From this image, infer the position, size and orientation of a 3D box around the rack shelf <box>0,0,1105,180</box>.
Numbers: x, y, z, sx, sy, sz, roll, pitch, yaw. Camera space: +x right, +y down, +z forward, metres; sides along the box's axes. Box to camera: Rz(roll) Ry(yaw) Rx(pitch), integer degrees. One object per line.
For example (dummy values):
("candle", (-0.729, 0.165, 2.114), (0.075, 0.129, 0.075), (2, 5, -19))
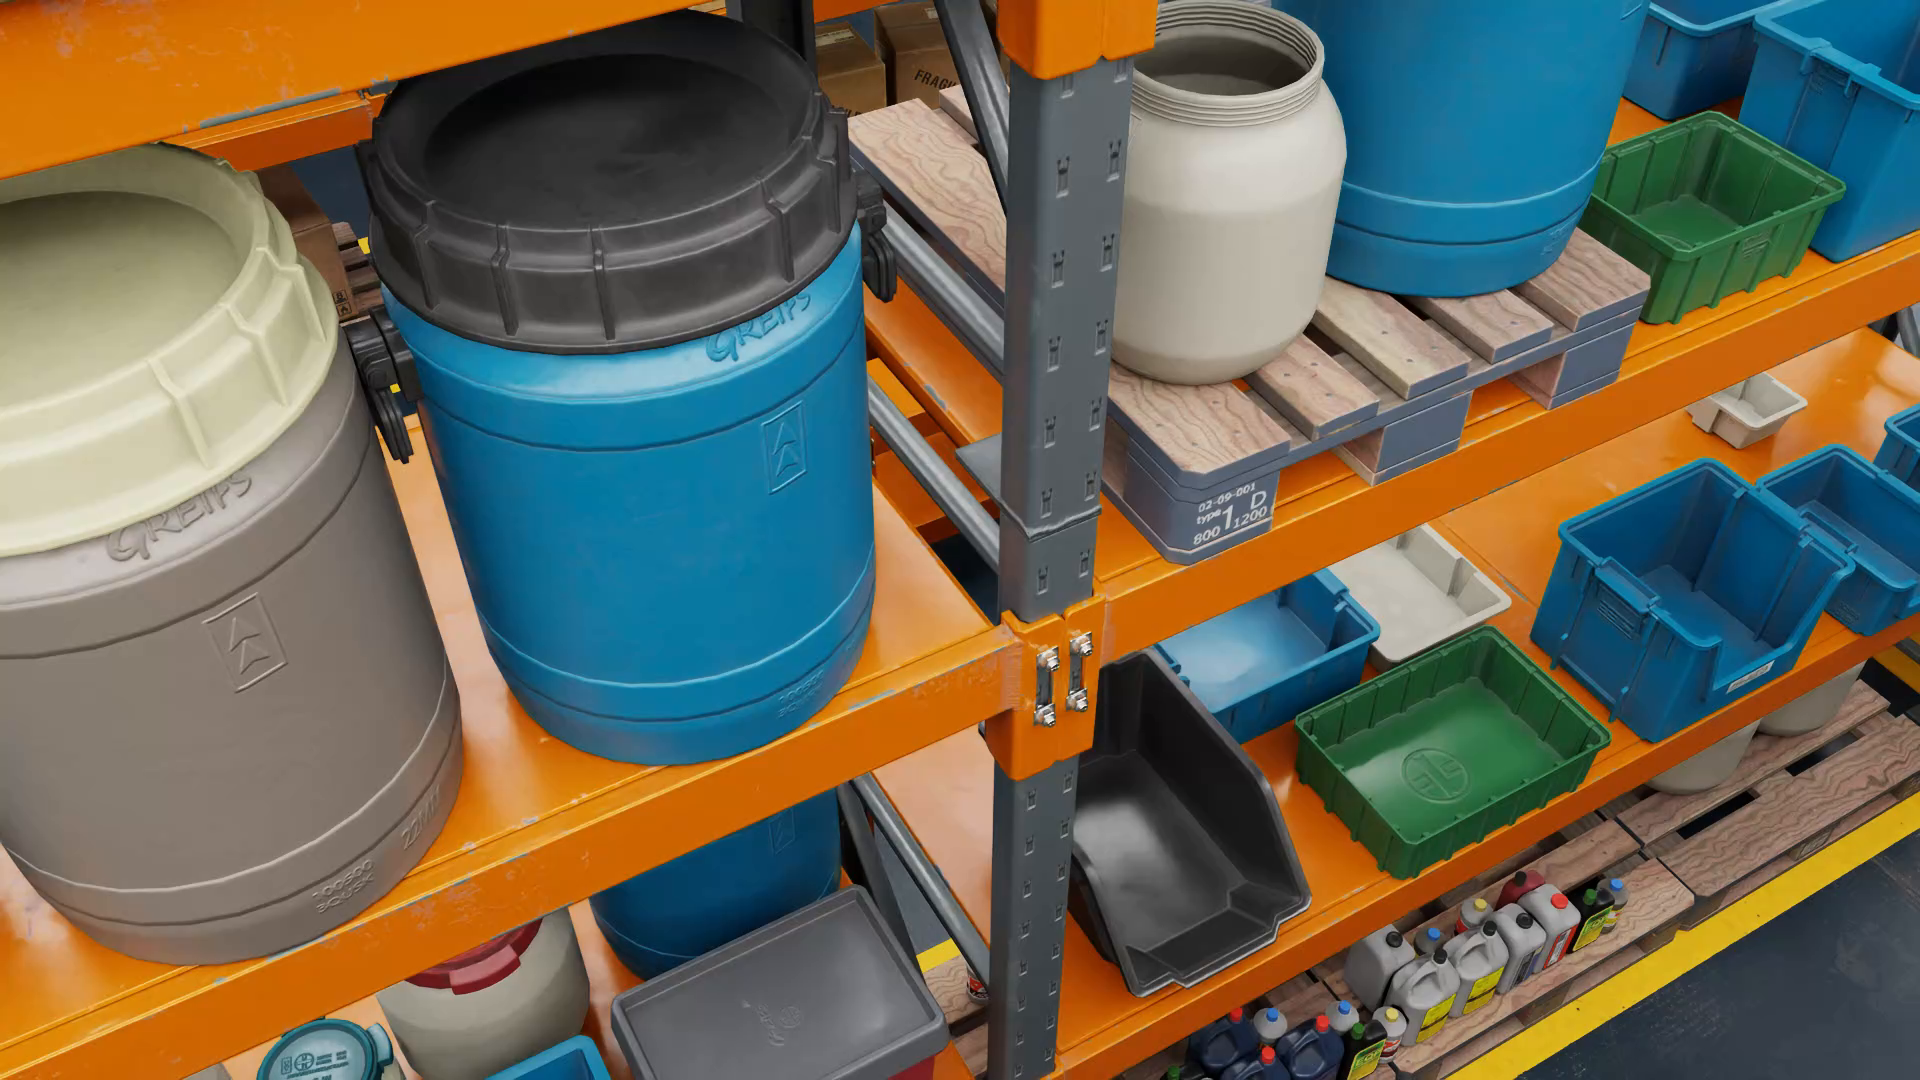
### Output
("rack shelf", (-1.826, -0.299, 1.401), (4.000, 0.370, 1.077), (-22, 48, -21))

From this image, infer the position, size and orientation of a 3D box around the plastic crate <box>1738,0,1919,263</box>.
("plastic crate", (1.873, -0.857, 3.337), (0.575, 0.384, 0.392), (-22, 48, -21))

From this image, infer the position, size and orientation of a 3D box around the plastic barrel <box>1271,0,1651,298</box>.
("plastic barrel", (0.824, -0.930, 2.739), (0.708, 0.901, 0.600), (-22, 48, -21))

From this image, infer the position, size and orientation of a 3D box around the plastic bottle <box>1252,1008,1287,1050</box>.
("plastic bottle", (0.880, 1.426, 4.770), (0.097, 0.271, 0.097), (0, 44, 0))

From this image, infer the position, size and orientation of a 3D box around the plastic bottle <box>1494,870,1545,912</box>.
("plastic bottle", (1.716, 1.096, 5.102), (0.133, 0.283, 0.061), (-22, 48, -21))

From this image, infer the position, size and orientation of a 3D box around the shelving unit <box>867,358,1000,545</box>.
("shelving unit", (-0.006, -0.401, 6.356), (1.048, 1.125, 0.538), (-22, 48, -21))

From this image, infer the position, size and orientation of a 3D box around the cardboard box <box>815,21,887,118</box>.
("cardboard box", (-0.695, -2.234, 8.392), (0.500, 0.500, 0.500), (-18, 47, -17))

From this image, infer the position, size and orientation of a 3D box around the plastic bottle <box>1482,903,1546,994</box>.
("plastic bottle", (1.650, 1.211, 4.989), (0.135, 0.276, 0.152), (-23, 49, -22))

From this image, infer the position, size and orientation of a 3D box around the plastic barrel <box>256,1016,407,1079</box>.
("plastic barrel", (-1.316, 1.174, 3.486), (0.301, 0.262, 0.301), (0, 44, 0))

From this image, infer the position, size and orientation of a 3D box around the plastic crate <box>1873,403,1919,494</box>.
("plastic crate", (3.091, -0.222, 4.932), (0.616, 0.251, 0.499), (-22, 48, -21))

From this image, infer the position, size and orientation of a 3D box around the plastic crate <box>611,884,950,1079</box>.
("plastic crate", (-0.360, 1.088, 3.429), (0.583, 0.464, 0.402), (-22, 48, -21))

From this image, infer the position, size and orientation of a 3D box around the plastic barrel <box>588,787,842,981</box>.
("plastic barrel", (-0.578, 0.529, 3.691), (0.708, 0.901, 0.600), (-22, 48, -21))

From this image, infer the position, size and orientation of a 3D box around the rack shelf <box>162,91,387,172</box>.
("rack shelf", (-4.294, -1.281, 6.433), (4.000, 0.370, 1.077), (-22, 48, -21))

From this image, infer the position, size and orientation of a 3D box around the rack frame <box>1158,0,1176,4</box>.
("rack frame", (0.909, -3.621, 8.327), (0.127, 3.000, 1.000), (-22, 48, -21))

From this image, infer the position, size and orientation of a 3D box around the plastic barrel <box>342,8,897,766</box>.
("plastic barrel", (-0.425, -0.191, 2.279), (0.708, 0.901, 0.600), (-22, 48, -21))

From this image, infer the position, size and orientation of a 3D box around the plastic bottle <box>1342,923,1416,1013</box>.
("plastic bottle", (1.251, 1.254, 4.944), (0.135, 0.276, 0.152), (-22, 48, -21))

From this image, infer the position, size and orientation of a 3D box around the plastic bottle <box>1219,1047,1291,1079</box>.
("plastic bottle", (0.814, 1.521, 4.615), (0.185, 0.351, 0.144), (-21, 48, -20))

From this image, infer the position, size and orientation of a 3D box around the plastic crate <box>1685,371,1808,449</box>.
("plastic crate", (2.440, -0.419, 5.217), (0.250, 0.136, 0.298), (-22, 48, -21))

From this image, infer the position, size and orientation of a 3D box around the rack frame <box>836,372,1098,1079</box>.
("rack frame", (-0.092, 0.758, 3.815), (0.127, 3.000, 1.000), (-22, 48, -21))

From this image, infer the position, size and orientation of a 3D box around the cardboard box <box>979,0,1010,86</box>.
("cardboard box", (0.359, -2.668, 8.839), (0.500, 0.500, 0.500), (-14, 46, -14))

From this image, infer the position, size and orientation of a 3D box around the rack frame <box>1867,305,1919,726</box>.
("rack frame", (3.376, -0.630, 5.245), (0.127, 3.000, 1.000), (-22, 48, -21))

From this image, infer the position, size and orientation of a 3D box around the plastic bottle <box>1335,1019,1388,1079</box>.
("plastic bottle", (1.142, 1.448, 4.739), (0.133, 0.283, 0.061), (-20, 48, -19))

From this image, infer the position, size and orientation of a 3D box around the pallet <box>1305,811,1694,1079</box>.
("pallet", (1.570, 1.125, 5.440), (1.213, 0.211, 1.003), (-22, 48, -21))

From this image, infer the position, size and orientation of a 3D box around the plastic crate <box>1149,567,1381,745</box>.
("plastic crate", (0.732, 0.263, 4.432), (0.616, 0.251, 0.499), (-22, 48, -21))

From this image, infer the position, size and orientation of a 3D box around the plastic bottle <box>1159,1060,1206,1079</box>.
("plastic bottle", (0.616, 1.536, 4.648), (0.133, 0.283, 0.061), (-22, 48, -21))

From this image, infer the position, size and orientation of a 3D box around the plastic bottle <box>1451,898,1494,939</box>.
("plastic bottle", (1.571, 1.169, 5.086), (0.097, 0.201, 0.097), (0, 44, 0))

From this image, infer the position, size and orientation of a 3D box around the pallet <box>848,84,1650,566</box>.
("pallet", (0.485, -0.560, 3.155), (1.003, 0.211, 1.213), (-22, 48, -21))

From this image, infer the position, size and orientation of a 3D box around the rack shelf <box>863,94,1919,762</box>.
("rack shelf", (1.642, -0.754, 3.736), (4.000, 0.370, 1.077), (-22, 48, -21))

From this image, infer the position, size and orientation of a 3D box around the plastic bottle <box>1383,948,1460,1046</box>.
("plastic bottle", (1.347, 1.308, 4.834), (0.185, 0.351, 0.144), (-22, 48, -21))

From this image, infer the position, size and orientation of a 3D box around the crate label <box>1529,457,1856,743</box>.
("crate label", (1.915, 0.159, 4.407), (0.616, 0.435, 0.502), (-22, 48, -21))

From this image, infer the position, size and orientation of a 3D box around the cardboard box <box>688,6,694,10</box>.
("cardboard box", (-1.348, -2.373, 7.221), (0.250, 0.149, 0.380), (-22, 48, -21))

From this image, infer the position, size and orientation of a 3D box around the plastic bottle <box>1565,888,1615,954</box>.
("plastic bottle", (1.910, 1.140, 5.056), (0.133, 0.283, 0.061), (-21, 48, -20))

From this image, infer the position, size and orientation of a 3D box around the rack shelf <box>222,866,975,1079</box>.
("rack shelf", (-1.826, 1.710, 3.351), (4.000, 0.370, 1.077), (-22, 48, -21))

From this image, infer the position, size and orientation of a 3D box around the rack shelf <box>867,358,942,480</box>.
("rack shelf", (-0.006, -0.611, 6.152), (1.000, 0.278, 0.538), (-22, 48, -21))

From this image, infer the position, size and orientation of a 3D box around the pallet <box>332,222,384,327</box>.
("pallet", (-3.234, -0.961, 7.589), (1.213, 0.211, 1.003), (-22, 48, -21))

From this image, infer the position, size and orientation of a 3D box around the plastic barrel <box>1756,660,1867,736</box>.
("plastic barrel", (2.844, 0.387, 5.683), (0.421, 0.512, 0.421), (0, 44, 0))
